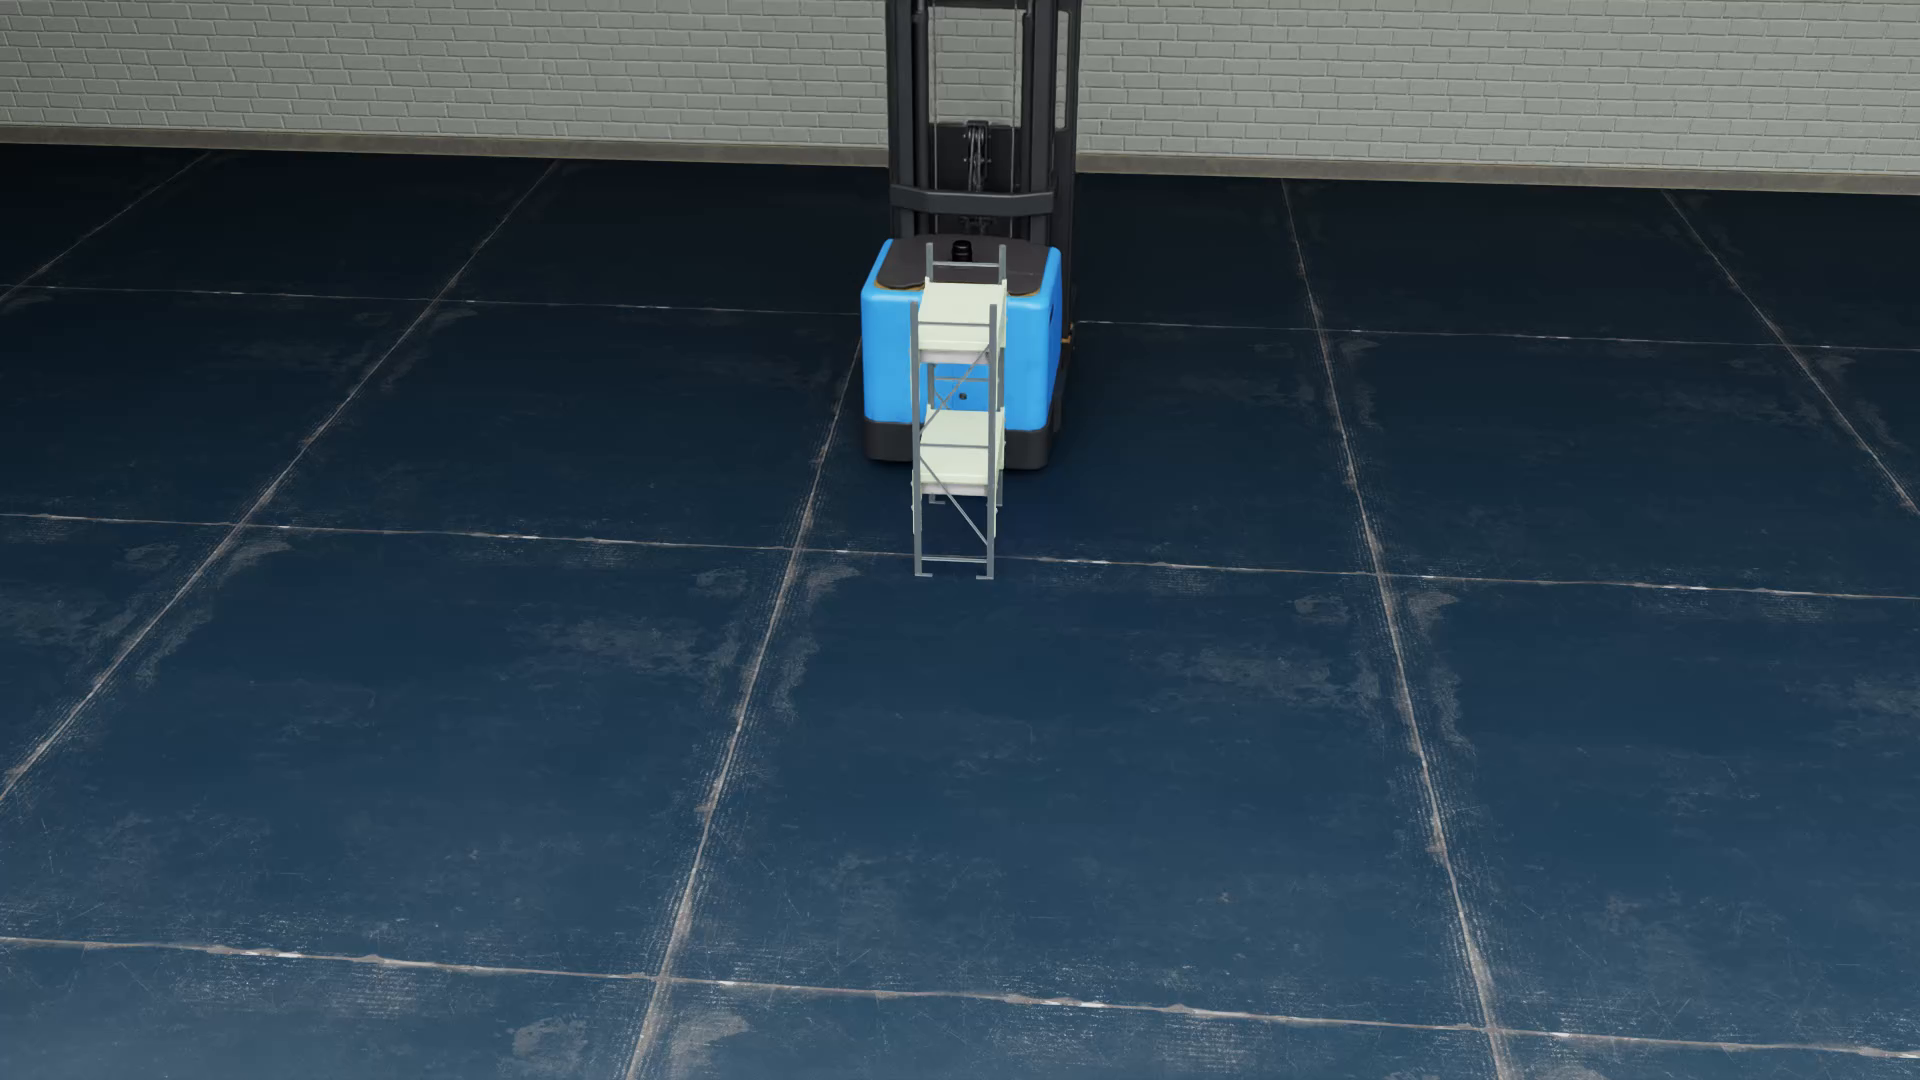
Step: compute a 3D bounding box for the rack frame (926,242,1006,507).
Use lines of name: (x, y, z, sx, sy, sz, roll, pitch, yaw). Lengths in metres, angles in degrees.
rack frame: (0.030, -0.833, 8.673, 0.400, 1.500, 0.023, 2, 32, 4)

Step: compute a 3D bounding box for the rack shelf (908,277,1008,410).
rack shelf: (0.001, -0.974, 8.157, 0.431, 0.370, 0.720, 2, 32, 4)

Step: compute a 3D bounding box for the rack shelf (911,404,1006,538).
rack shelf: (0.001, -0.364, 8.533, 0.431, 0.370, 0.720, 2, 32, 4)

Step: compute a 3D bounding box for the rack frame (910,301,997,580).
rack frame: (-0.029, -0.451, 8.052, 0.400, 1.500, 0.023, 2, 32, 4)

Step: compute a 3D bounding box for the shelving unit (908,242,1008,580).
shelving unit: (0.001, -0.642, 8.362, 0.431, 1.500, 0.755, 2, 32, 4)

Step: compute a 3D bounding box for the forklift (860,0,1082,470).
forklift: (0.161, -2.394, 9.840, 1.130, 2.935, 3.031, 4, 32, 7)
